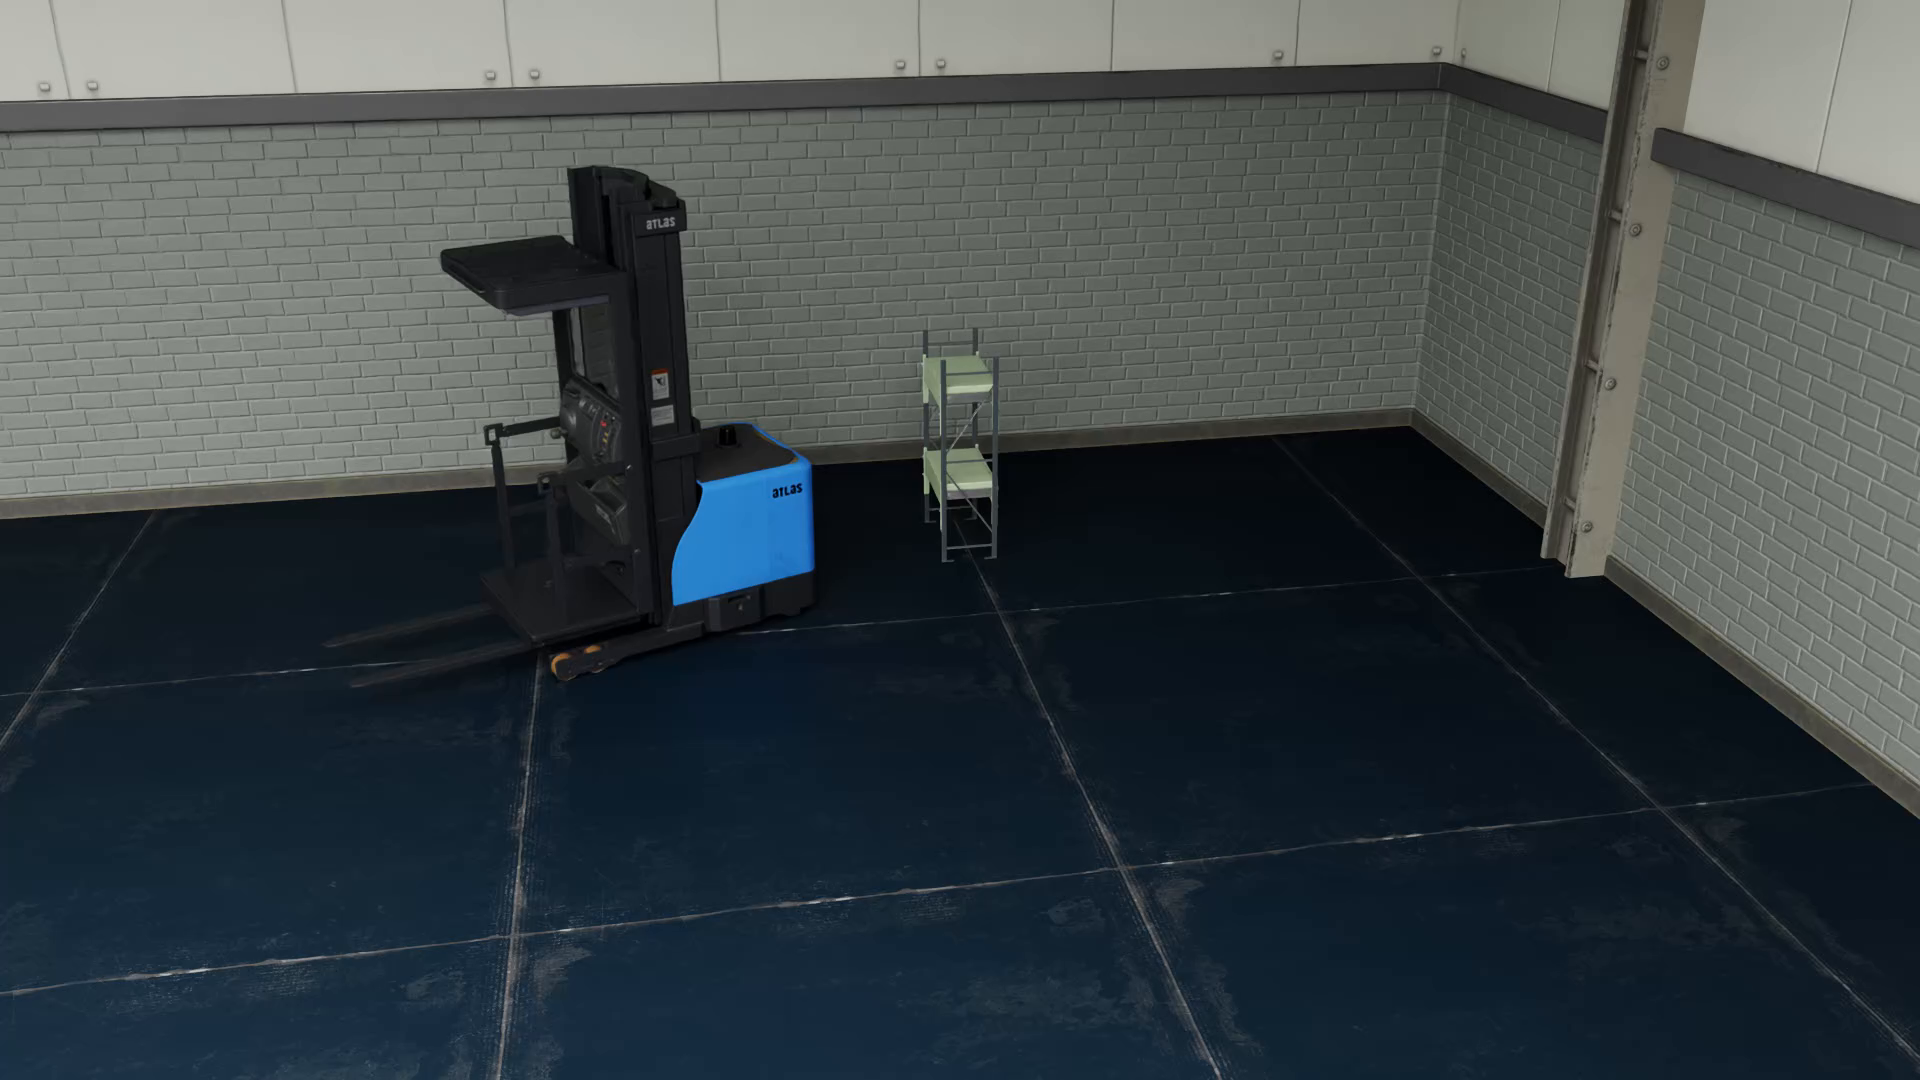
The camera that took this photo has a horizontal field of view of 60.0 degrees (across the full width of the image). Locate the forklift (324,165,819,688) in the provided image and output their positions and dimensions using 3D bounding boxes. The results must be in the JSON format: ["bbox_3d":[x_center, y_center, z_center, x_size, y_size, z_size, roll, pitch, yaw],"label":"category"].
[{"bbox_3d":[-2.464,-0.716,10.227,3.031,2.935,1.130,-14,27,-29],"label":"forklift"}]

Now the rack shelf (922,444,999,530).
[{"bbox_3d":[-0.001,-0.391,12.086,0.431,0.370,0.720,-4,24,-10],"label":"rack shelf"}]

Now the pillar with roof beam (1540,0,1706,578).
[{"bbox_3d":[0.140,-3.628,9.315,9.100,9.000,0.400,-4,24,-10],"label":"pillar with roof beam"}]

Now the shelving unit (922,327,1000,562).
[{"bbox_3d":[-0.001,-0.690,11.956,0.431,1.500,0.755,-4,24,-10],"label":"shelving unit"}]

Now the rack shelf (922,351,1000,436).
[{"bbox_3d":[-0.001,-1.048,11.800,0.431,0.370,0.720,-4,24,-10],"label":"rack shelf"}]

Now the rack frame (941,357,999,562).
[{"bbox_3d":[0.066,-0.546,11.626,0.400,1.500,0.023,-4,24,-10],"label":"rack frame"}]

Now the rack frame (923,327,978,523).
[{"bbox_3d":[-0.069,-0.834,12.285,0.400,1.500,0.023,-4,24,-10],"label":"rack frame"}]
